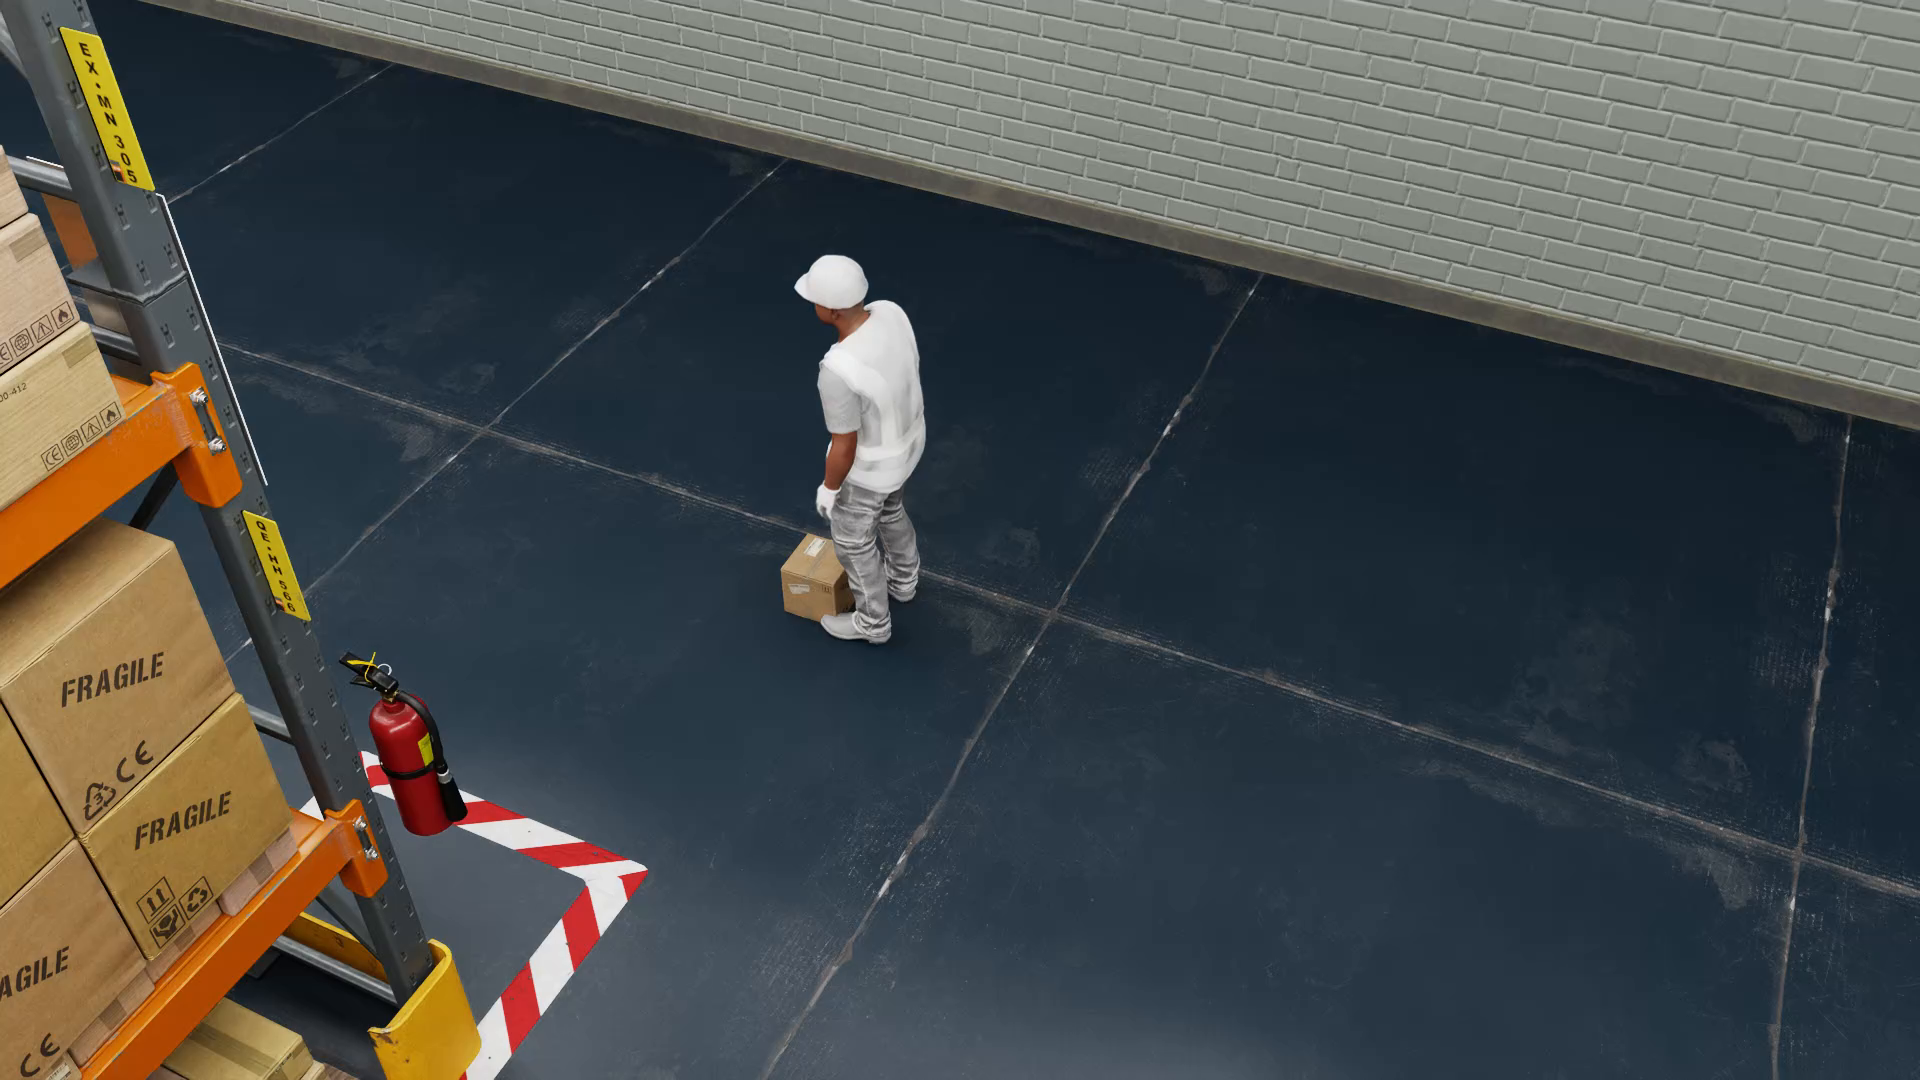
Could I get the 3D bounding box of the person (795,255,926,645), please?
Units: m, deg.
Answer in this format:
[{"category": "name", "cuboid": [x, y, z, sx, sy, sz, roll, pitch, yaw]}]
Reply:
[{"category": "person", "cuboid": [-0.376, -0.342, 6.536, 0.453, 1.774, 0.620, 17, 44, 18]}]
